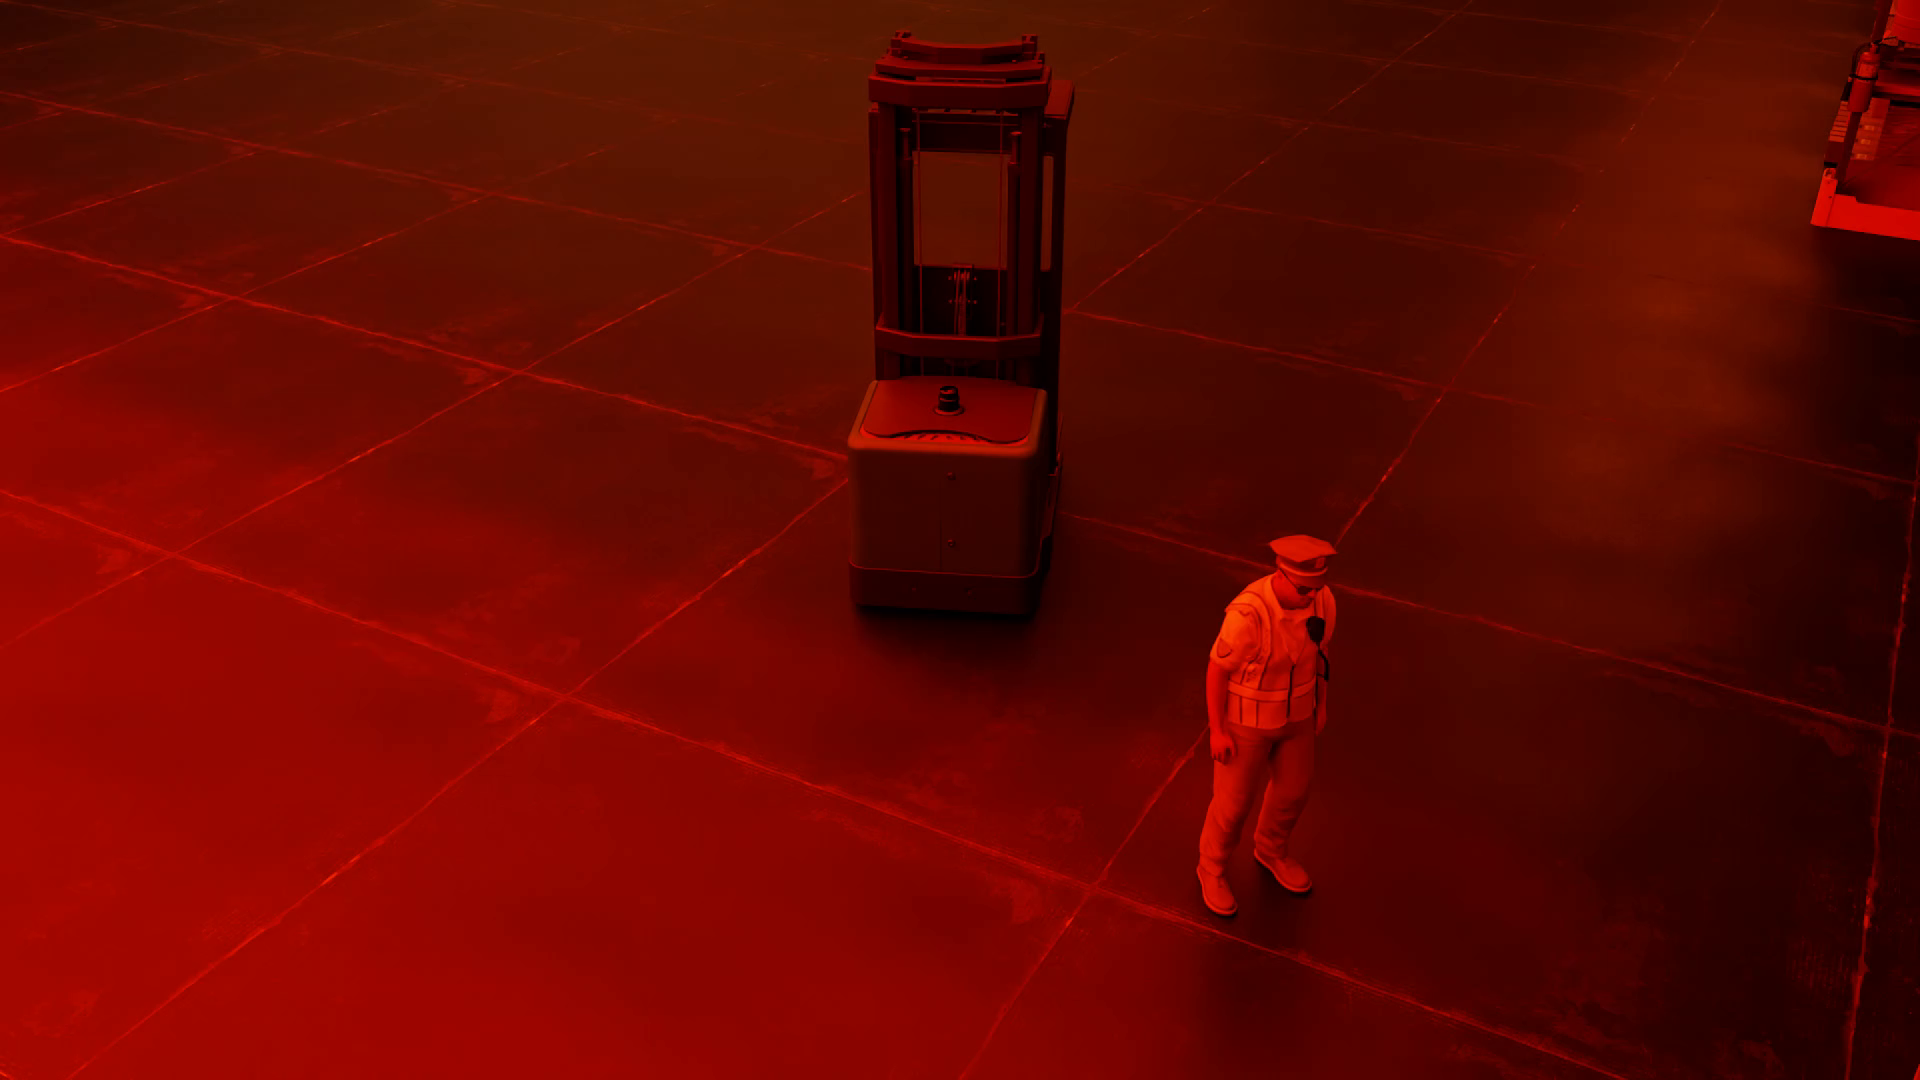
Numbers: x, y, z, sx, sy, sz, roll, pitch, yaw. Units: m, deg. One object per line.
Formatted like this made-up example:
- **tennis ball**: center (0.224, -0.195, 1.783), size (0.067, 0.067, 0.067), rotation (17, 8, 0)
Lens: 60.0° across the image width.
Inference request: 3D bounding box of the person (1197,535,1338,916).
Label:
- **person**: center (1.289, 0.732, 6.986), size (0.585, 1.747, 0.440), rotation (-12, 32, -20)

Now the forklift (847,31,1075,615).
- **forklift**: center (0.072, -1.572, 9.794), size (1.130, 2.935, 3.031), rotation (3, 30, 6)
